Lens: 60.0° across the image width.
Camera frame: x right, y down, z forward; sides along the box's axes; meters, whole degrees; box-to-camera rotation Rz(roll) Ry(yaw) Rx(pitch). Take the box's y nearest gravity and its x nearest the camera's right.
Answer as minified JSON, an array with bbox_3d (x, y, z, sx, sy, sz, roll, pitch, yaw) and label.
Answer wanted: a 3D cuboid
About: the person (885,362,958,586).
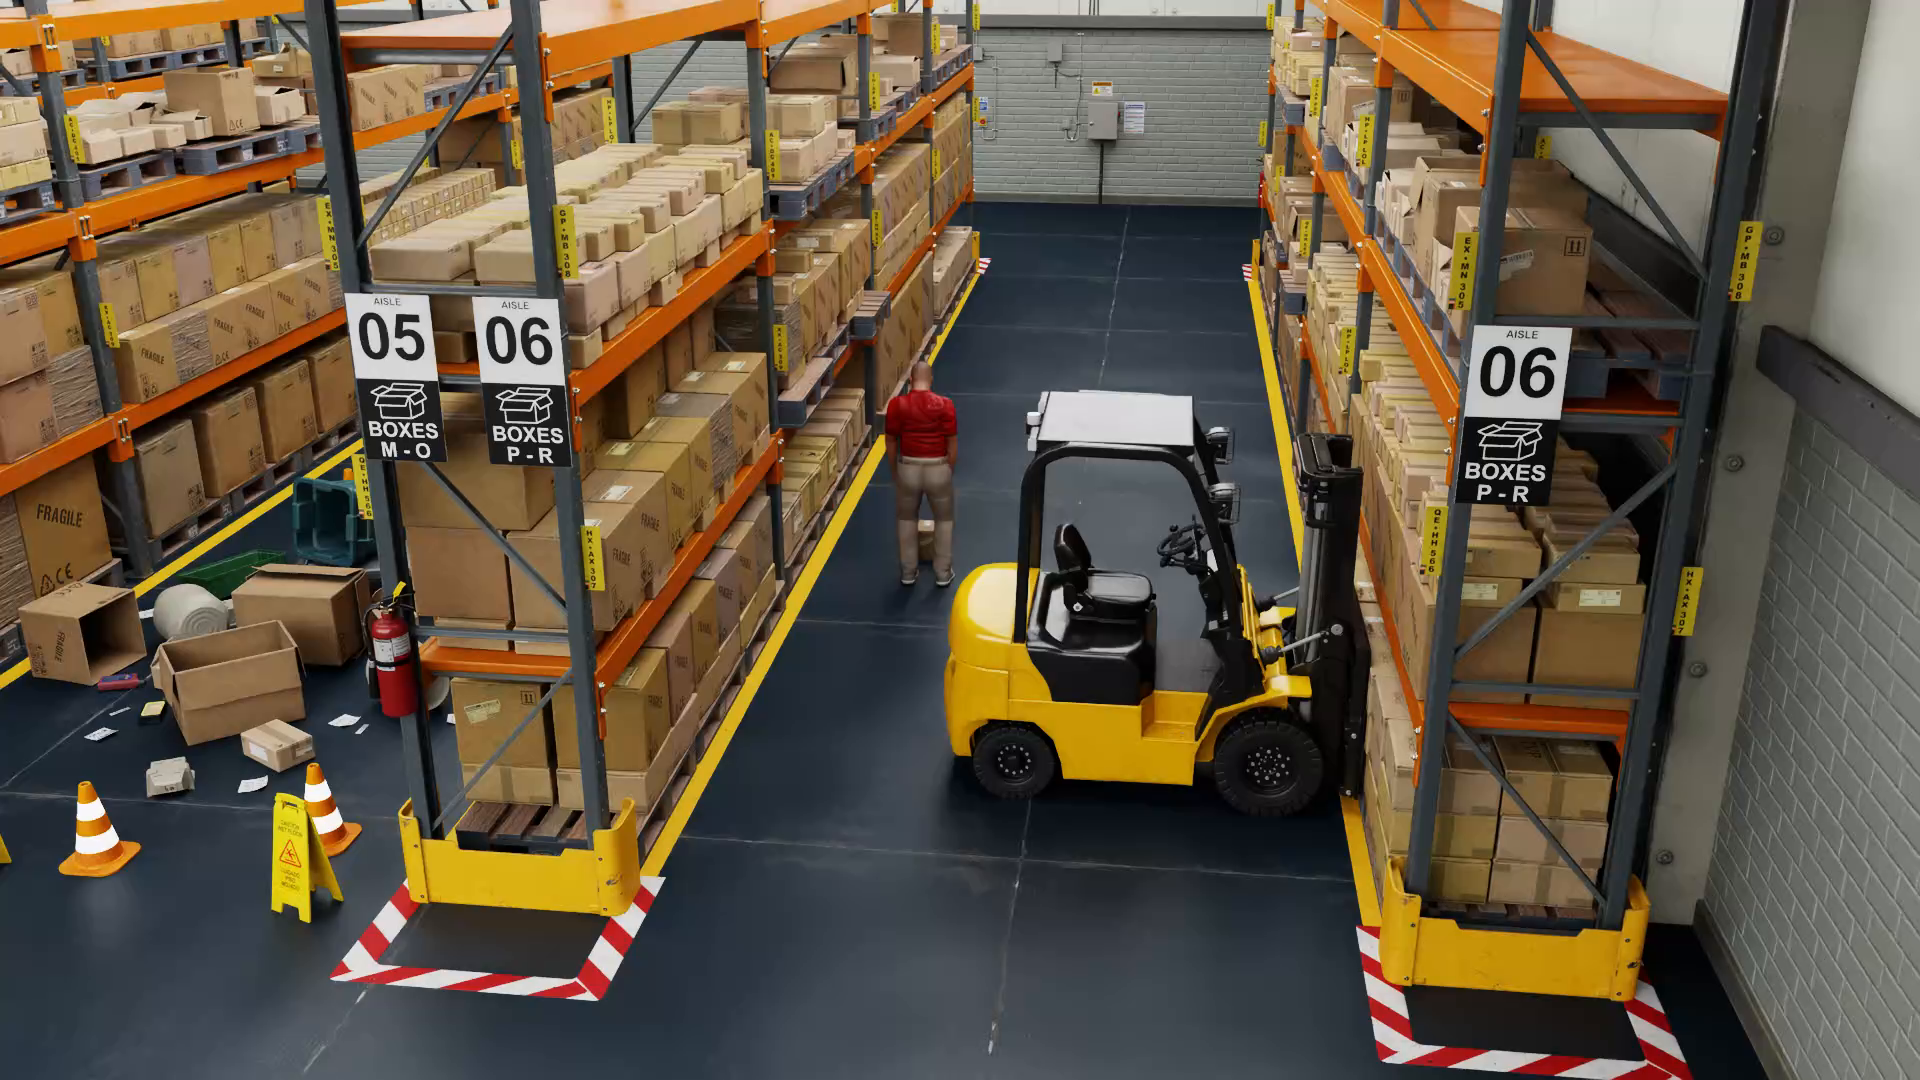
[{"bbox_3d":[-0.287,-0.483,12.421,0.547,1.699,0.383,3,21,7],"label":"person"}]
